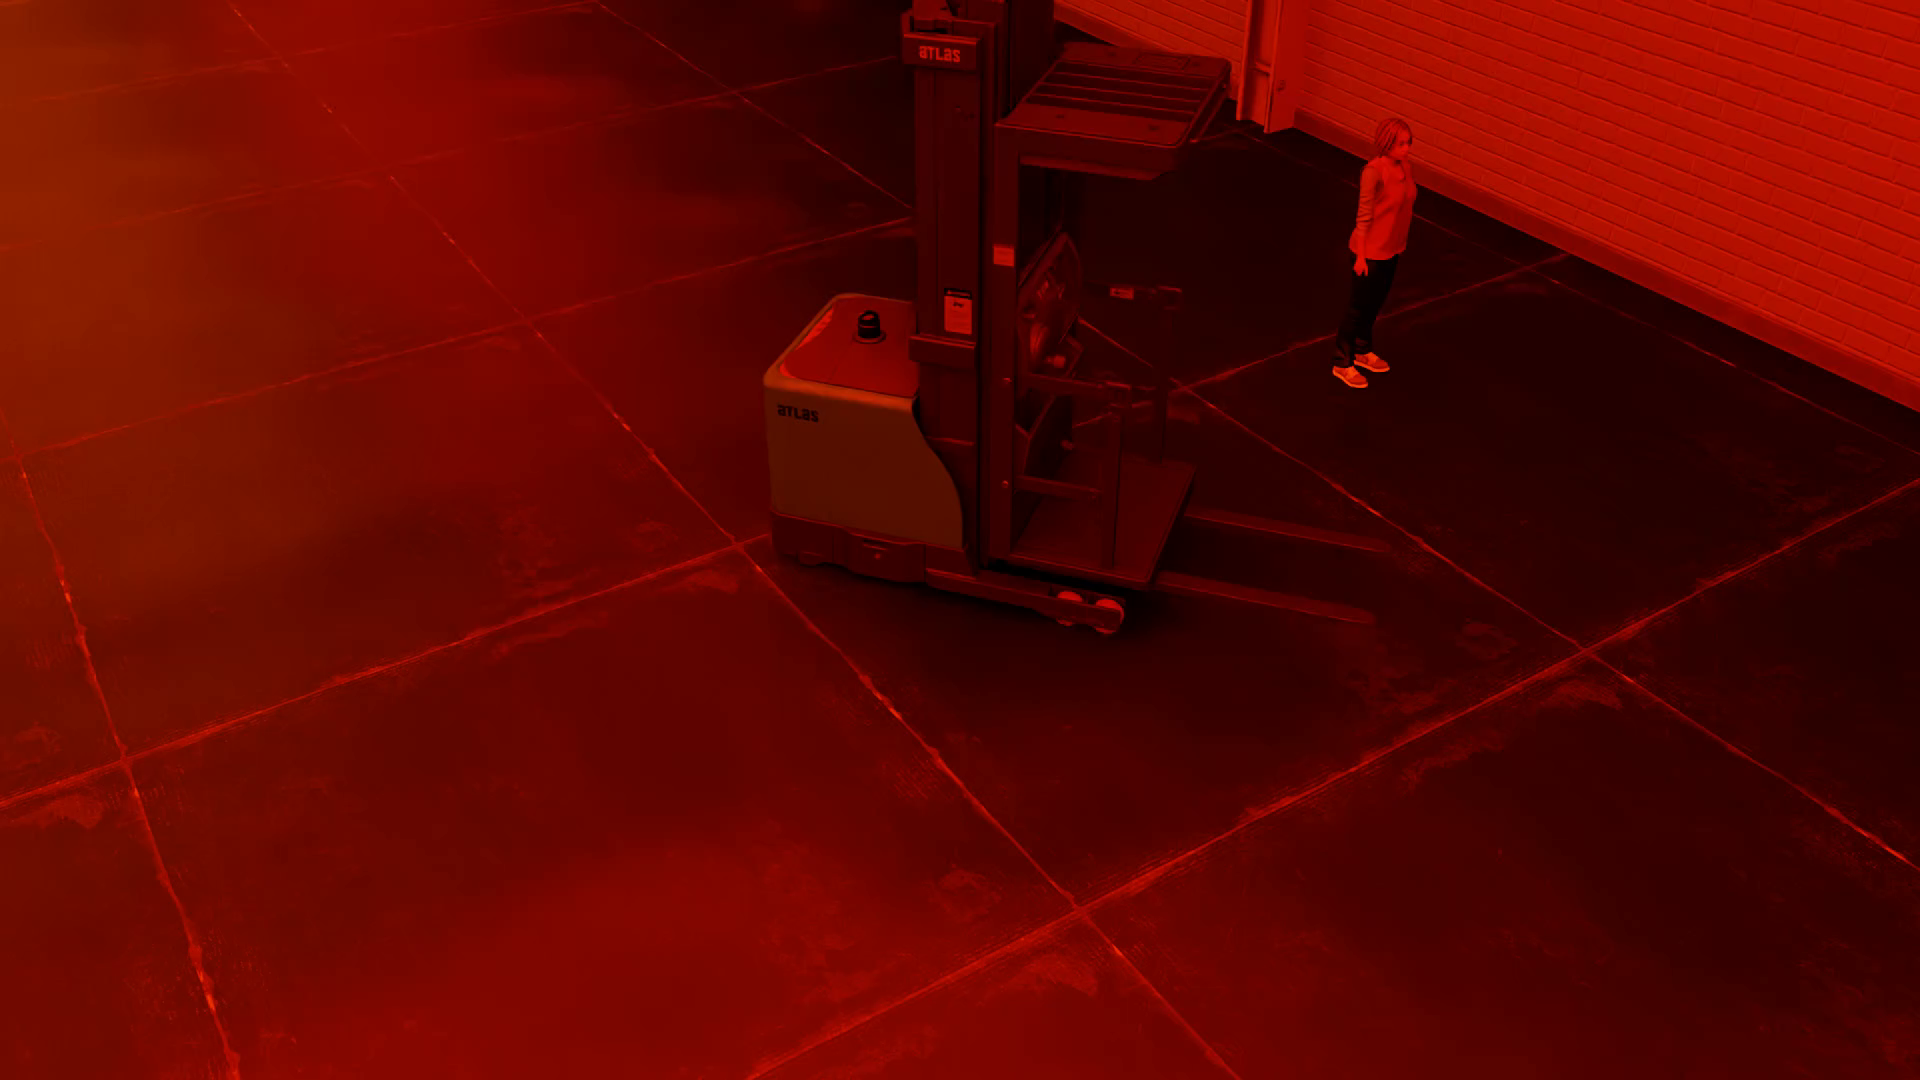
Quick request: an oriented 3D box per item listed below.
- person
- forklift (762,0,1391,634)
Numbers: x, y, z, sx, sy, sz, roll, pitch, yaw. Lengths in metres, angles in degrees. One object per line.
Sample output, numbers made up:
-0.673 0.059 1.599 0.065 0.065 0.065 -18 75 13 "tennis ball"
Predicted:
2.437 -1.684 9.702 0.315 1.604 0.414 29 44 35 "person"
0.606 -1.091 7.701 3.031 2.935 1.130 11 37 15 "forklift"
